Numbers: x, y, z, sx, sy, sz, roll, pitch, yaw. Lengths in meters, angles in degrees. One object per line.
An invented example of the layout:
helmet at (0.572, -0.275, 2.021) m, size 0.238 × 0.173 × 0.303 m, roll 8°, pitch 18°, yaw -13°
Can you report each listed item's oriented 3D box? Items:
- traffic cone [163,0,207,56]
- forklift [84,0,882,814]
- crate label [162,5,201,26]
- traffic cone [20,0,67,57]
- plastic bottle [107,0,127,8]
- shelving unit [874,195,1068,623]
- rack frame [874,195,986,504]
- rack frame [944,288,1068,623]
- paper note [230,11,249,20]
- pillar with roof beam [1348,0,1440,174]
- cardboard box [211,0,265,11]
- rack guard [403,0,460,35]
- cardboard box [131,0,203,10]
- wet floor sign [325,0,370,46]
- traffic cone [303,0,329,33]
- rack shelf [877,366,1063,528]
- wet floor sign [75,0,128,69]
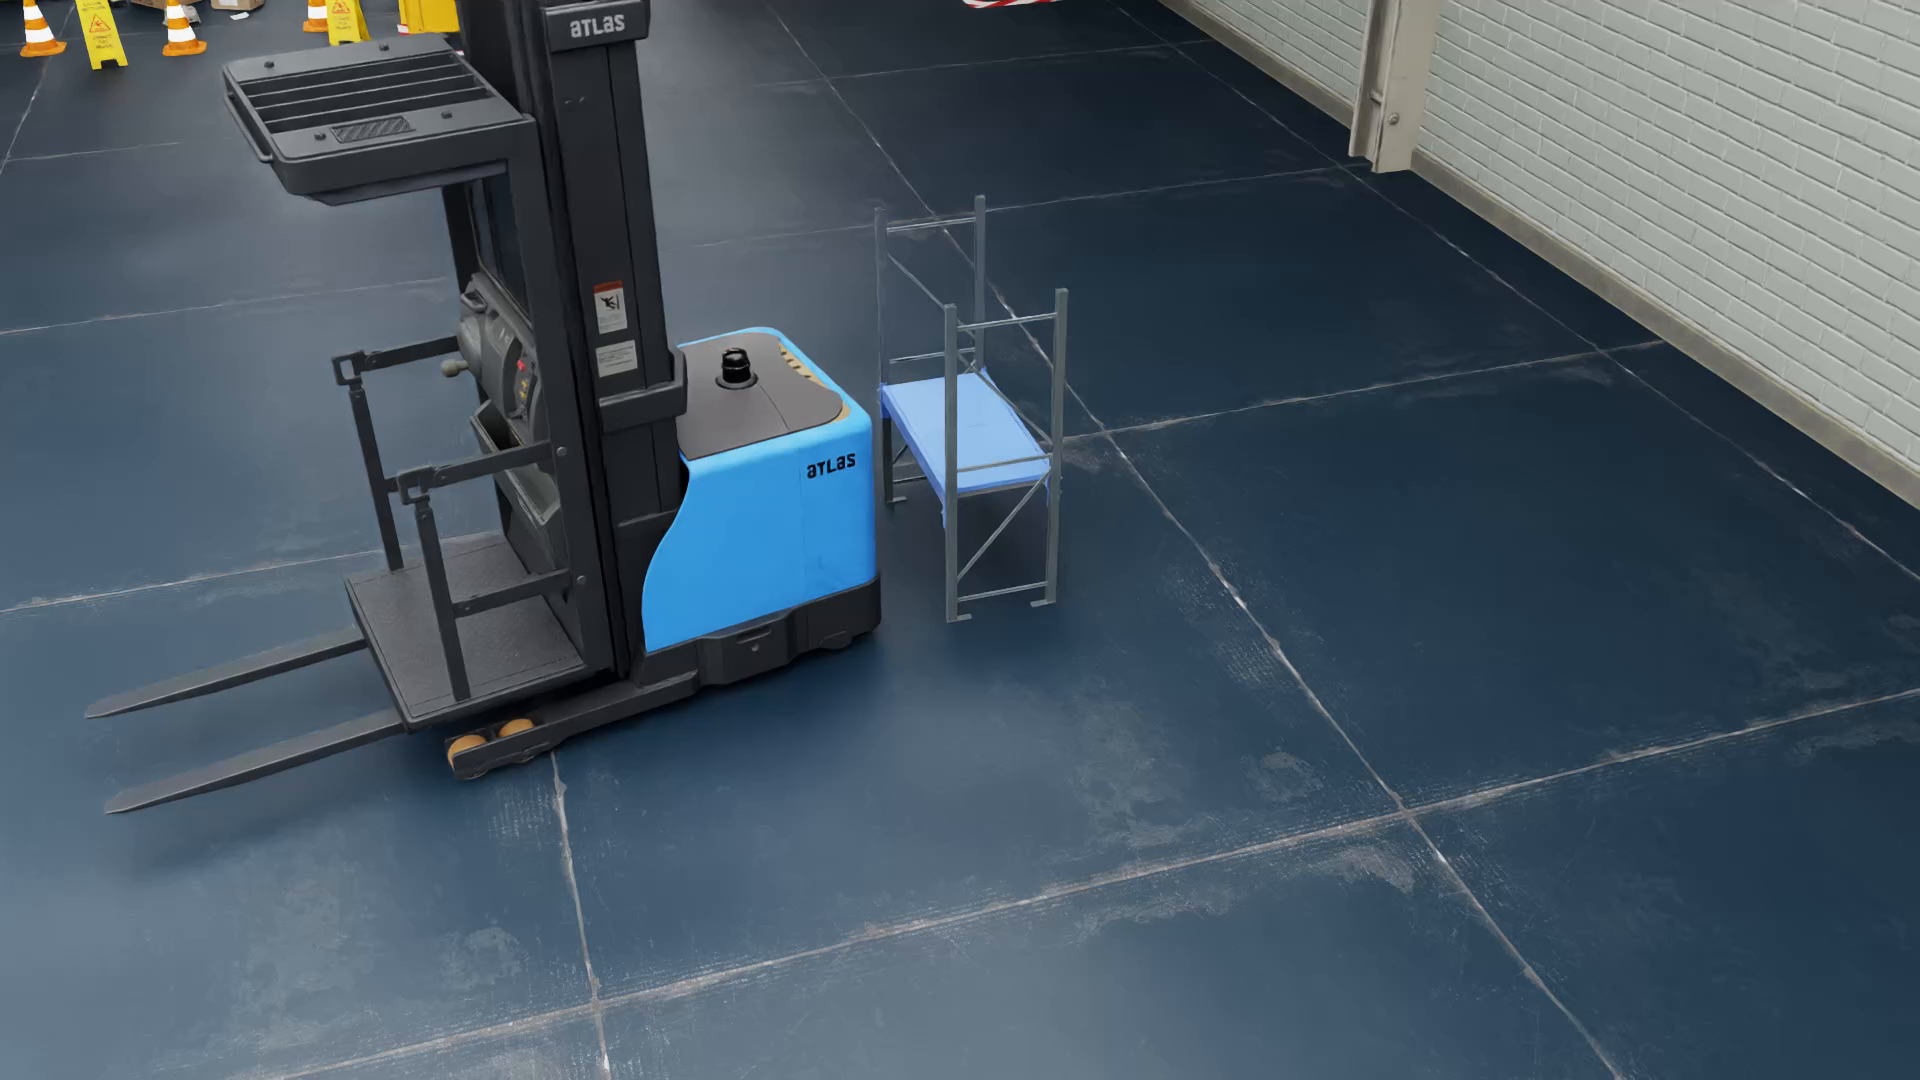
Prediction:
traffic cone at (-6.525, -4.325, 13.876) m, size 0.336 × 0.463 × 0.334 m, roll -10°, pitch 35°, yaw -15°
forklift at (-1.871, -0.643, 6.064) m, size 3.031 × 2.935 × 1.130 m, roll -17°, pitch 37°, yaw -24°
crate label at (-6.824, -4.592, 14.575) m, size 0.298 × 0.136 × 0.250 m, roll 27°, pitch 42°, yaw 34°
traffic cone at (-7.705, -4.314, 13.859) m, size 0.336 × 0.463 × 0.334 m, roll -10°, pitch 35°, yaw -15°
plastic bottle at (-7.682, -4.905, 15.117) m, size 0.133 × 0.061 × 0.283 m, roll -23°, pitch 40°, yaw -31°
shelving unit at (0.026, -0.581, 7.269) m, size 0.538 × 1.500 × 1.048 m, roll -10°, pitch 35°, yaw -15°
rack frame at (-0.129, -0.848, 7.673) m, size 0.500 × 1.500 × 0.032 m, roll -10°, pitch 35°, yaw -15°
rack frame at (0.181, -0.314, 6.865) m, size 0.500 × 1.500 × 0.032 m, roll -10°, pitch 35°, yaw -15°
paper note at (-6.396, -4.663, 14.779) m, size 0.148 × 0.019 × 0.142 m, roll -23°, pitch 40°, yaw -31°
pillar with roof beam at (-1.110, -5.723, 8.248) m, size 9.100 × 9.000 × 0.400 m, roll -10°, pitch 35°, yaw -15°
cardboard box at (-6.536, -4.899, 15.029) m, size 0.380 × 0.149 × 0.250 m, roll 7°, pitch 34°, yaw 10°
rack guard at (-4.235, -4.737, 14.466) m, size 1.175 × 0.500 × 0.348 m, roll -10°, pitch 35°, yaw -15°
cardboard box at (-7.159, -5.195, 15.156) m, size 0.637 × 0.503 × 0.797 m, roll 19°, pitch 38°, yaw 26°
wet floor sign at (-5.173, -4.478, 13.942) m, size 0.267 × 0.644 × 0.232 m, roll 1°, pitch 33°, yaw 2°
traffic cone at (-5.572, -4.691, 14.429) m, size 0.336 × 0.463 × 0.334 m, roll -10°, pitch 35°, yaw -15°
rack shelf at (0.026, -0.431, 7.368) m, size 0.538 × 0.185 × 1.000 m, roll -10°, pitch 35°, yaw -15°
wet floor sign at (-7.001, -4.190, 13.506) m, size 0.267 × 0.644 × 0.232 m, roll -16°, pitch 37°, yaw -23°
